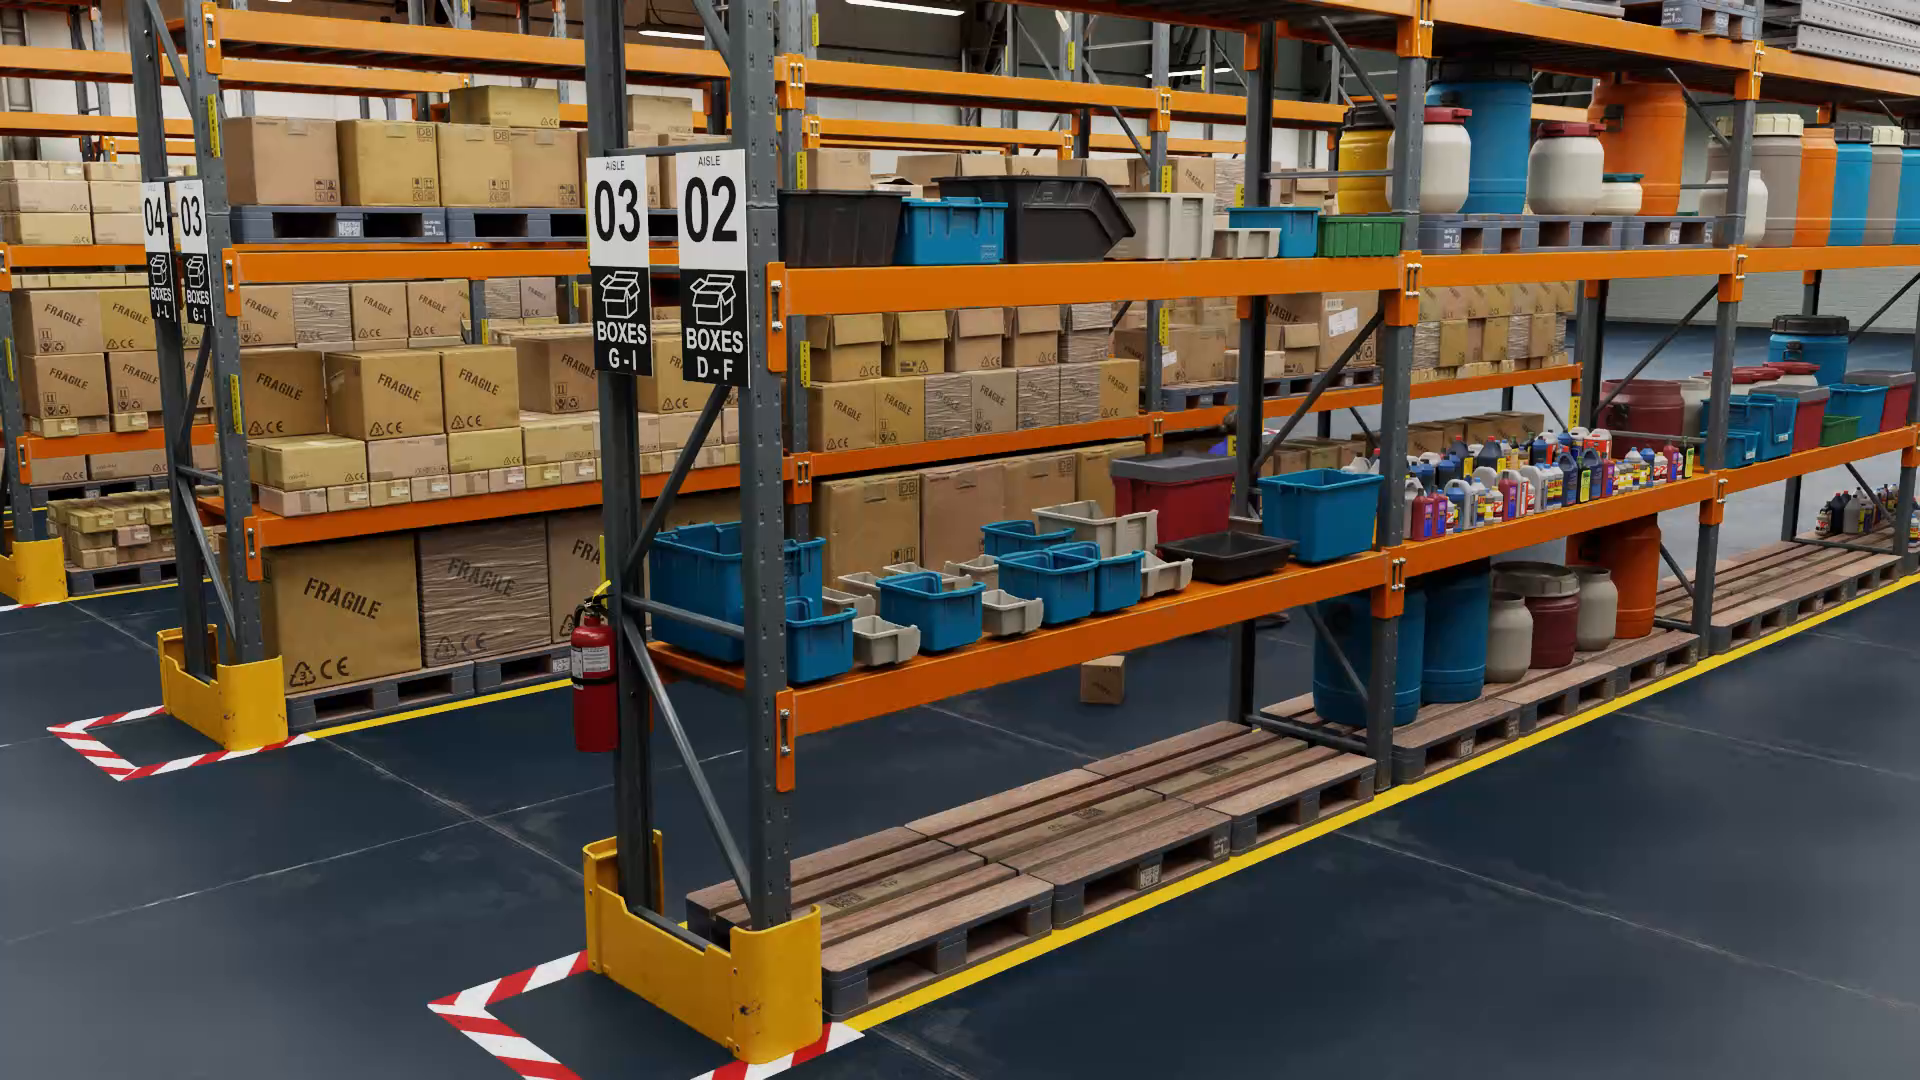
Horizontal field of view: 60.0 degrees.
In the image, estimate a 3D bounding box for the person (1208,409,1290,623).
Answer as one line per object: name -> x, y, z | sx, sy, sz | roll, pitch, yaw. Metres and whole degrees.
person -> 2.037, -0.158, 12.206 | 0.953, 1.619, 0.458 | -9, 14, -39
